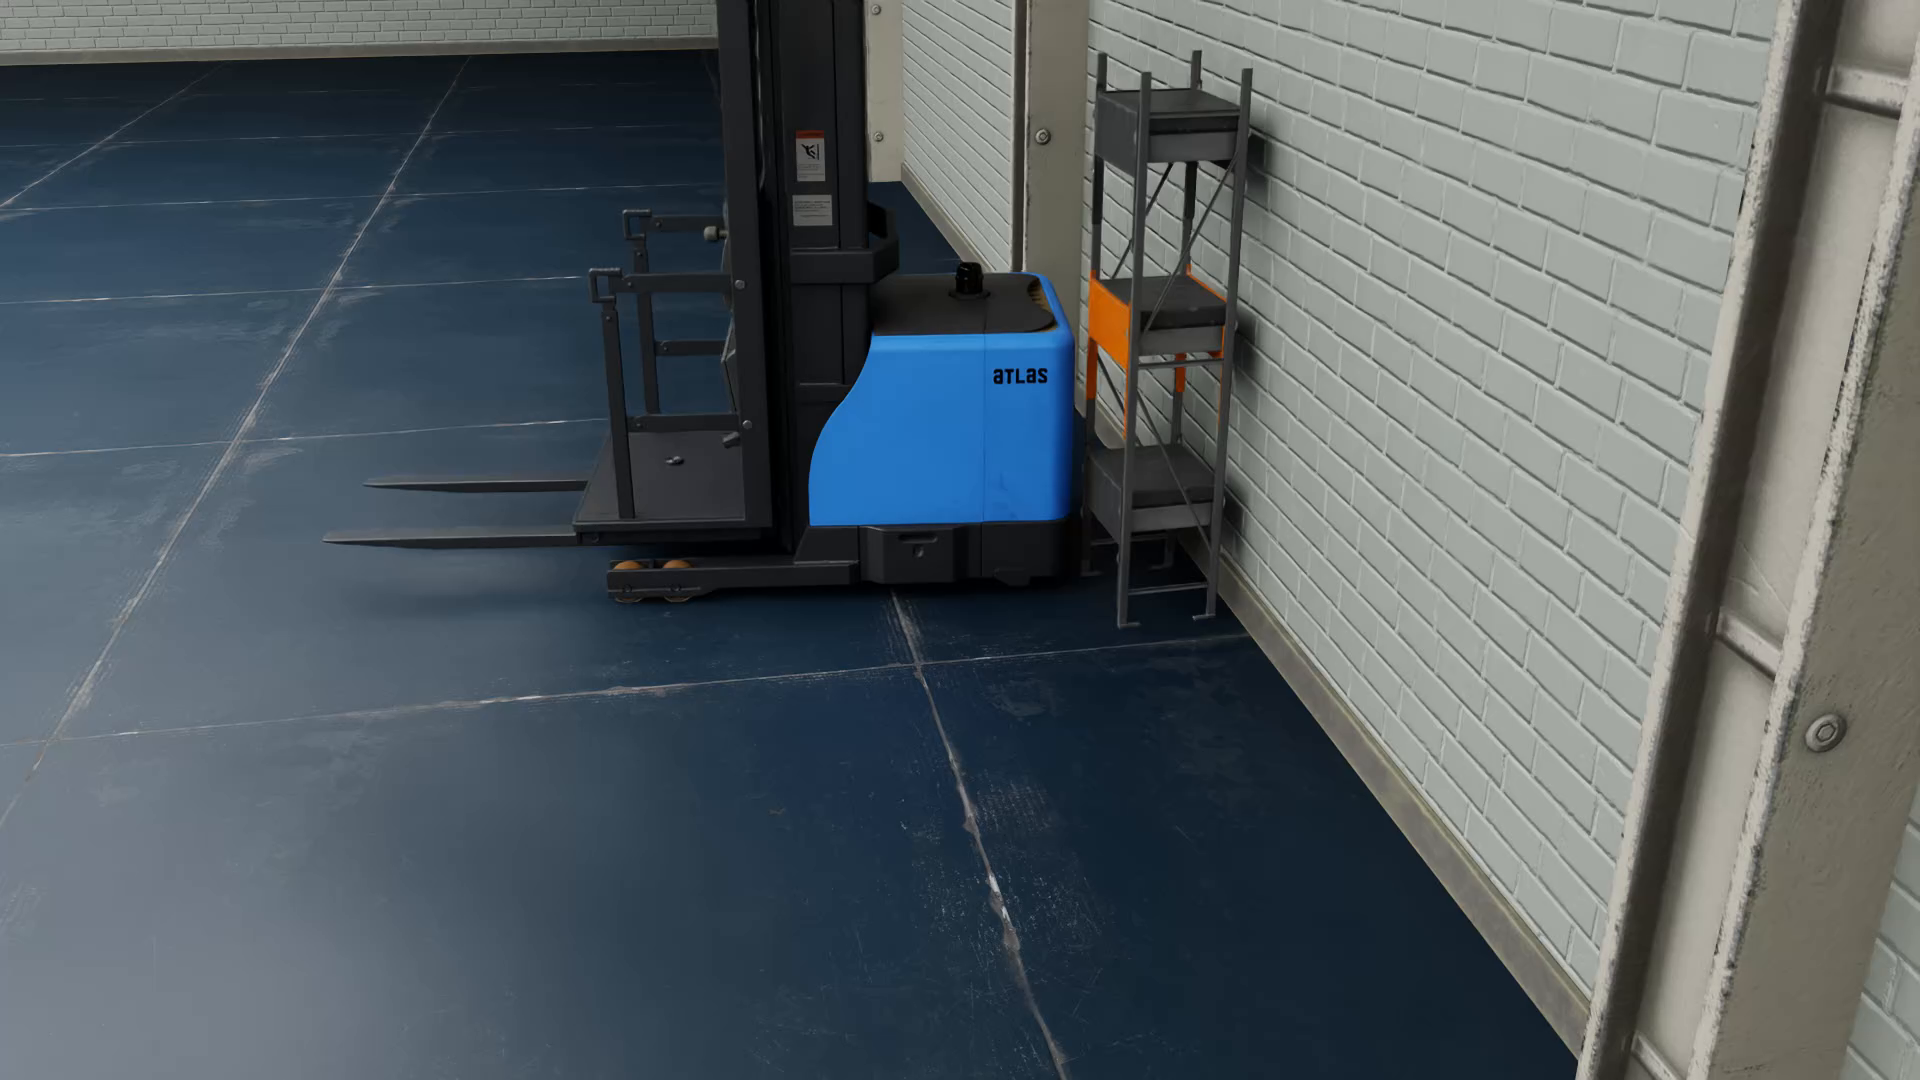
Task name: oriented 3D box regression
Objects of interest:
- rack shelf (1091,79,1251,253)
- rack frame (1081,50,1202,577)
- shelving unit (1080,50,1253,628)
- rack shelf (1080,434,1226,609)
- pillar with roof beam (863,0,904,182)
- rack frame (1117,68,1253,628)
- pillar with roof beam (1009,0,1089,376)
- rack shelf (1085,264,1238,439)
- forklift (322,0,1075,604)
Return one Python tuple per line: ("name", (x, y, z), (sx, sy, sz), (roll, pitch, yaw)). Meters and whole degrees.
("rack shelf", (0.754, -1.365, 6.037), (0.431, 0.518, 0.480), (-5, 24, -12))
("rack frame", (0.698, -0.831, 6.529), (0.400, 2.100, 0.015), (-5, 24, -12))
("shelving unit", (0.753, -0.736, 6.312), (0.431, 2.100, 0.503), (-5, 24, -12))
("rack shelf", (0.753, -0.082, 6.597), (0.431, 0.518, 0.480), (-5, 24, -12))
("pillar with roof beam", (-4.890, -6.970, 11.967), (9.100, 9.000, 0.400), (-4, 24, -10))
("rack frame", (0.809, -0.641, 6.094), (0.400, 2.100, 0.015), (-5, 24, -12))
("pillar with roof beam", (-3.780, -4.610, 6.563), (9.100, 9.000, 0.400), (-4, 24, -10))
("rack shelf", (0.753, -0.724, 6.317), (0.431, 0.518, 0.480), (-5, 24, -12))
("forklift", (-1.077, -1.306, 6.579), (3.031, 2.935, 1.130), (-1, 24, -3))
